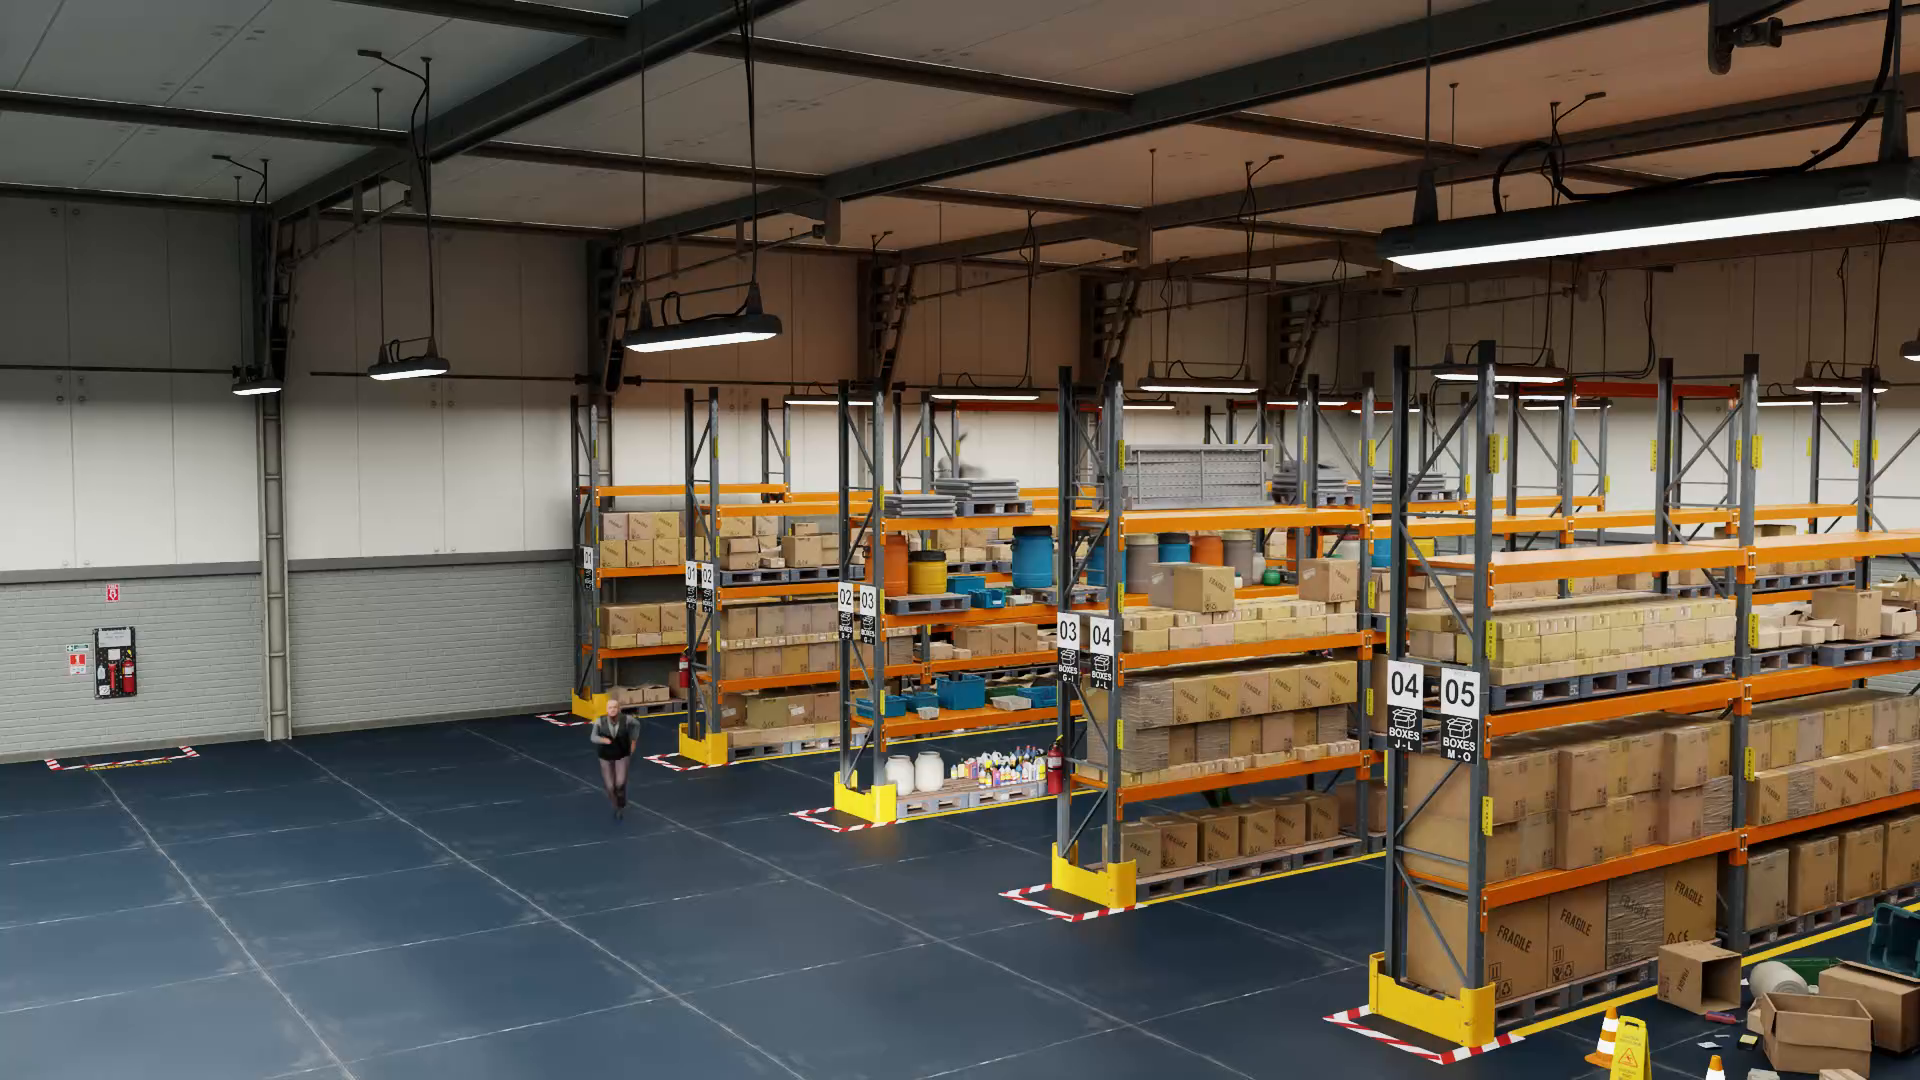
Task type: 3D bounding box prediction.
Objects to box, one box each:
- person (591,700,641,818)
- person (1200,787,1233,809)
[{"bbox_3d":[-4.676,2.981,22.580,0.648,1.660,0.752,0,3,-6],"label":"person"},{"bbox_3d":[3.431,2.937,22.167,0.652,1.752,0.641,3,5,44],"label":"person"}]
